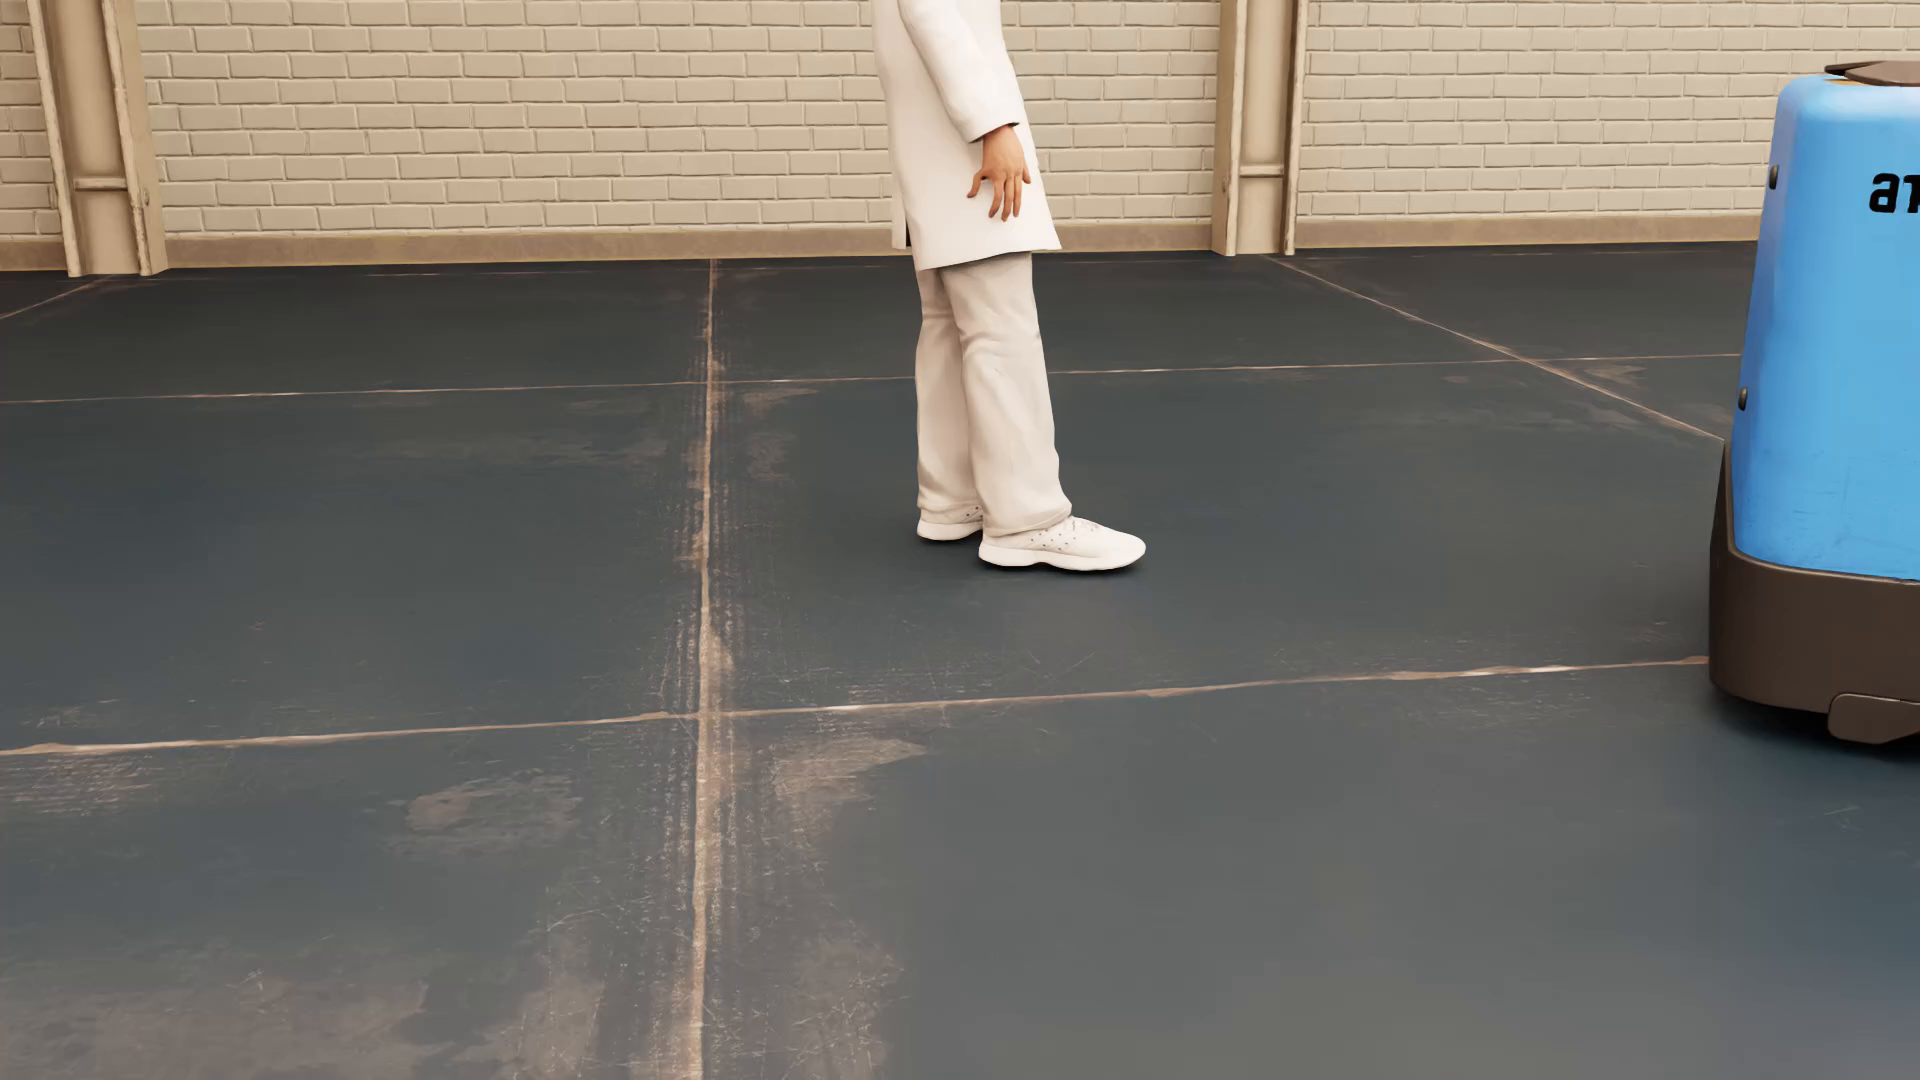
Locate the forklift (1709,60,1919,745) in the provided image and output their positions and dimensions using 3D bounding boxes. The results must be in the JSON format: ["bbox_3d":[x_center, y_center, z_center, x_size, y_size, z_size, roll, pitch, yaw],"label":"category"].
[{"bbox_3d":[2.872,-1.031,2.307,3.031,2.935,1.130,7,18,22],"label":"forklift"}]

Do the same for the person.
[{"bbox_3d":[0.090,-0.860,3.715,0.581,1.776,0.696,-2,17,-8],"label":"person"}]
